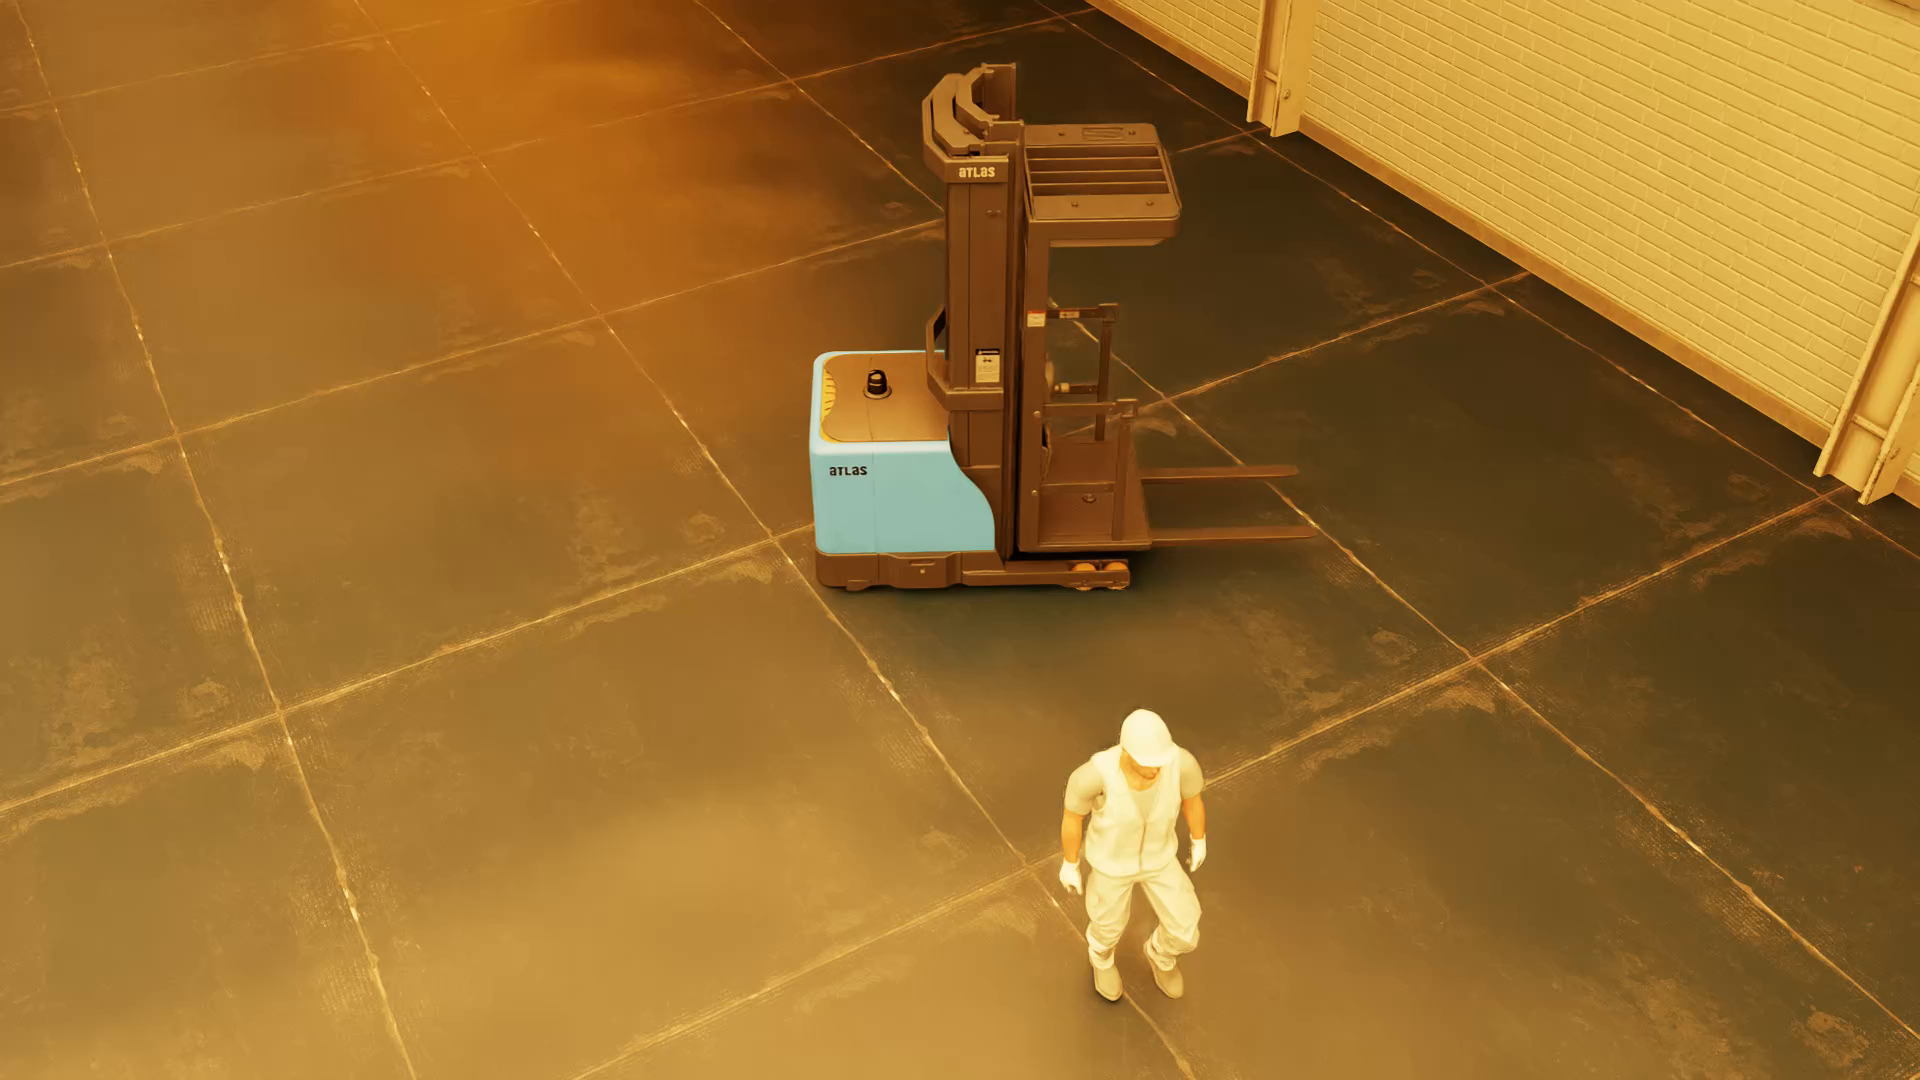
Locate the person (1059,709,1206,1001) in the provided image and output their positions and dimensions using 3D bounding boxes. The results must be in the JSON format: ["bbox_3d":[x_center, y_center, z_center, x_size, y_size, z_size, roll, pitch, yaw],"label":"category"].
[{"bbox_3d":[0.778,1.427,7.238,0.673,1.780,0.474,-8,40,-10],"label":"person"}]

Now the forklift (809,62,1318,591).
[{"bbox_3d":[0.636,-1.165,9.440,3.031,2.935,1.130,-1,40,-2],"label":"forklift"}]
